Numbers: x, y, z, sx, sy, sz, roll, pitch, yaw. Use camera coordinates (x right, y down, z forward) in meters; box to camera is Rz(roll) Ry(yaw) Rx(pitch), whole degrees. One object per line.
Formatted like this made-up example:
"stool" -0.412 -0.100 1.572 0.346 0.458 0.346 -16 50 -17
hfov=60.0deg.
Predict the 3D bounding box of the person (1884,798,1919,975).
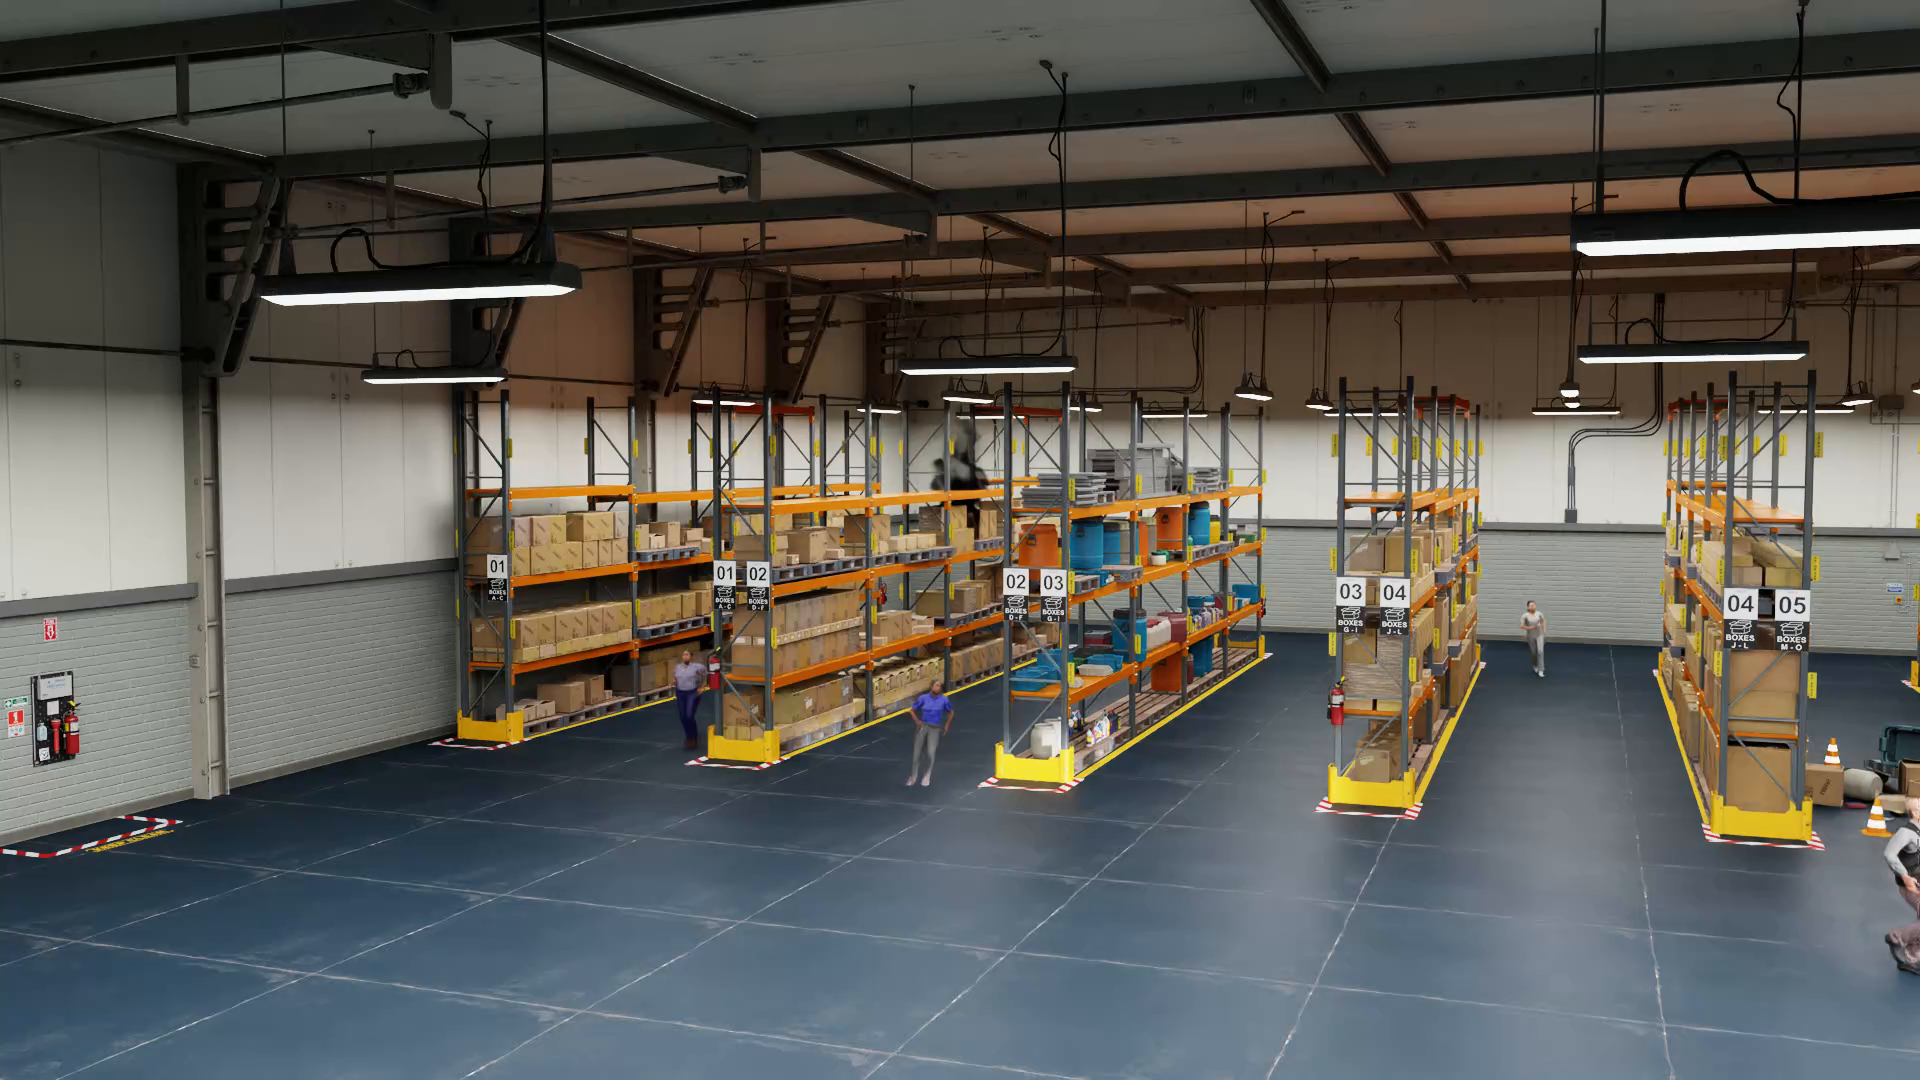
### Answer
"person" 9.113 3.295 15.746 0.522 1.676 0.569 -3 4 -39

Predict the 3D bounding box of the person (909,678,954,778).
"person" -0.438 2.813 24.674 0.659 1.511 0.564 0 3 4

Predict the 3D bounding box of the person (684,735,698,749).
"person" -4.505 3.315 27.944 0.300 0.350 0.458 1 3 15

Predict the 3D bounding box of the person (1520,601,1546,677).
"person" 12.632 2.149 36.667 0.584 1.636 0.955 1 3 10
